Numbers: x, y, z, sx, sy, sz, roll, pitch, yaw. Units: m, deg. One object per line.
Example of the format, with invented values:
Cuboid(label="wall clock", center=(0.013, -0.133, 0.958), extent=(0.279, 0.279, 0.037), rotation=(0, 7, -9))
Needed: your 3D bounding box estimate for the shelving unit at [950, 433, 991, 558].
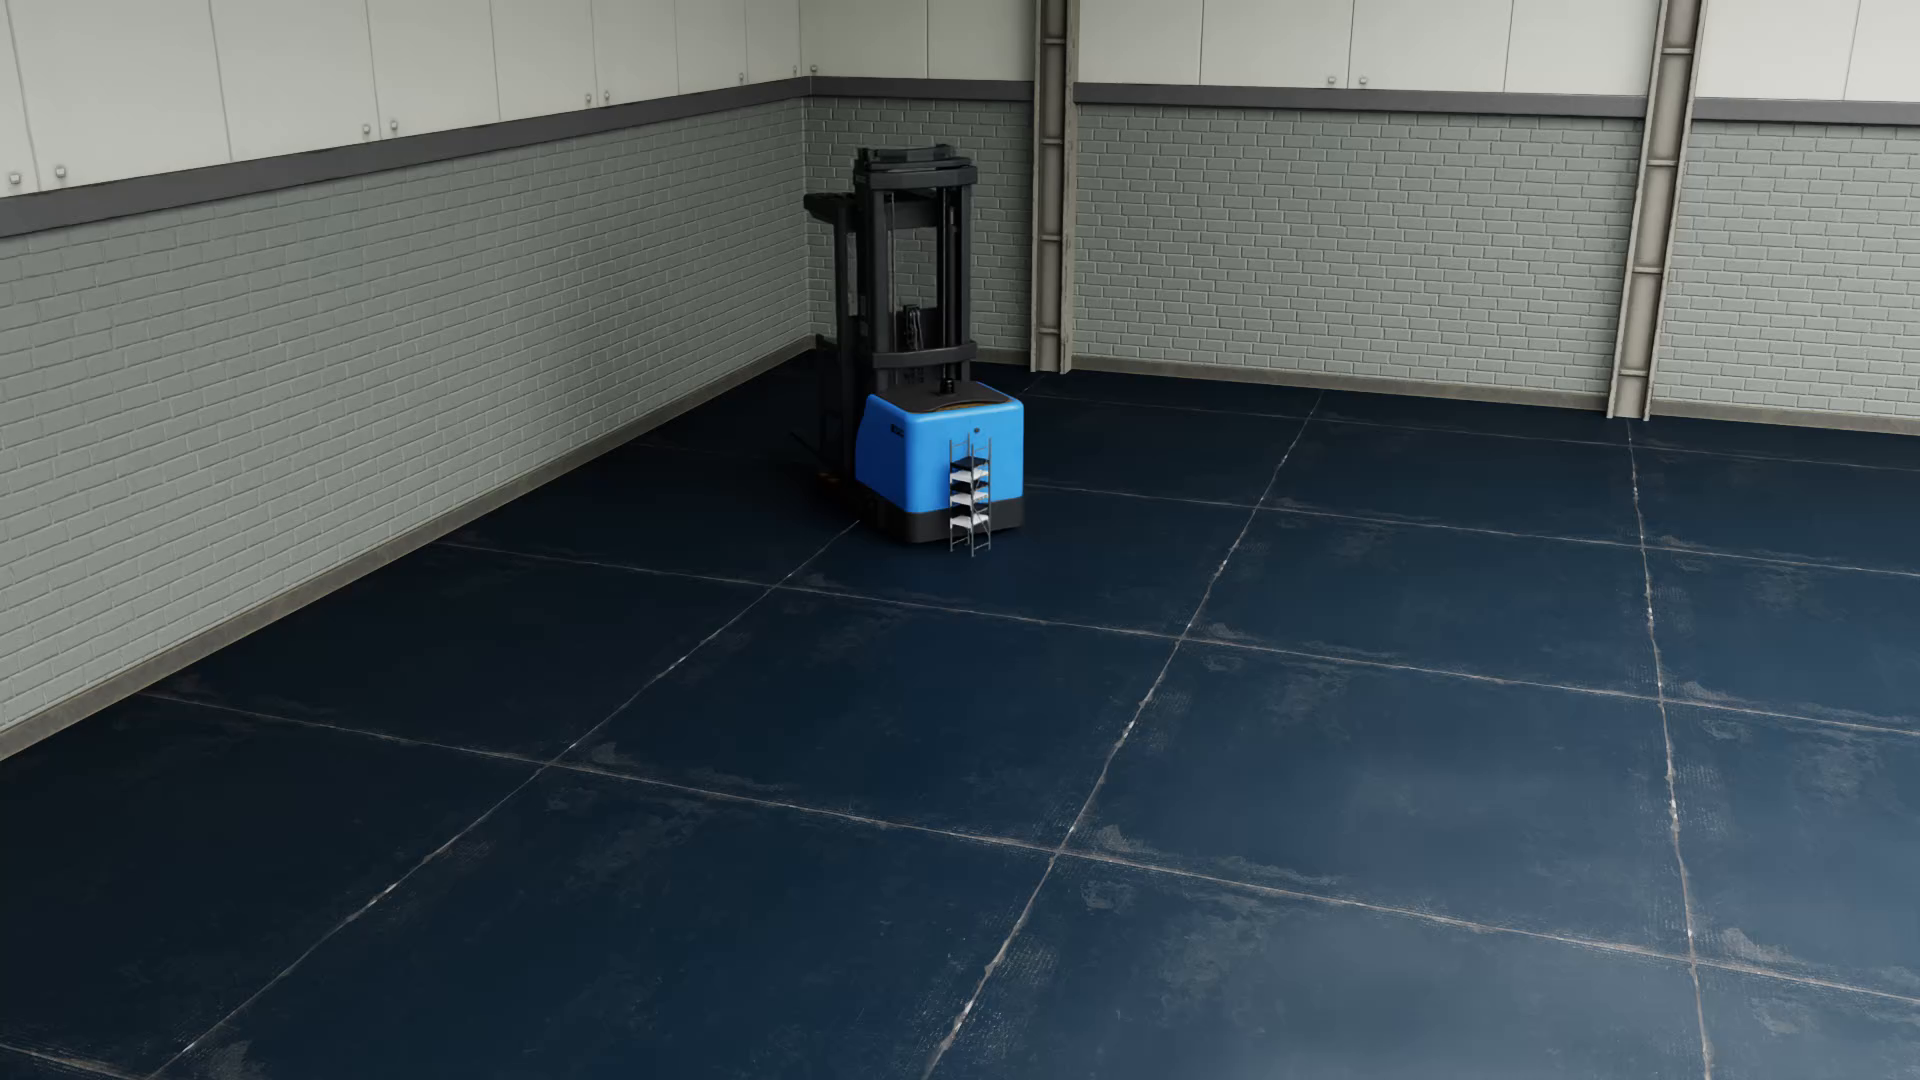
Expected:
Cuboid(label="shelving unit", center=(0.080, -0.340, 12.683), extent=(0.210, 0.900, 0.258), rotation=(14, 24, 35))

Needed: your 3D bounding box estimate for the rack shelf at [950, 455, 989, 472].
Cuboid(label="rack shelf", center=(0.080, -0.563, 12.605), extent=(0.200, 0.077, 0.258), rotation=(14, 24, 35))

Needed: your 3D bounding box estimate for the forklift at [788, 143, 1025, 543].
Cuboid(label="forklift", center=(-0.603, -1.802, 13.793), extent=(1.130, 2.935, 3.031), rotation=(-9, 21, -25))

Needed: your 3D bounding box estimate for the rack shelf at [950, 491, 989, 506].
Cuboid(label="rack shelf", center=(0.080, -0.308, 12.694), extent=(0.200, 0.077, 0.258), rotation=(14, 24, 35))

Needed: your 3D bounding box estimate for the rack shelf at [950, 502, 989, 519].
Cuboid(label="rack shelf", center=(0.080, -0.223, 12.724), extent=(0.200, 0.077, 0.258), rotation=(14, 24, 35))

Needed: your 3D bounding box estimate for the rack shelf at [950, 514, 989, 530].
Cuboid(label="rack shelf", center=(0.080, -0.138, 12.754), extent=(0.200, 0.077, 0.258), rotation=(14, 24, 35))

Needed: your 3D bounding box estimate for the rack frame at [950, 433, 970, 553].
Cuboid(label="rack frame", center=(0.000, -0.360, 12.742), extent=(0.006, 0.900, 0.240), rotation=(14, 24, 35))

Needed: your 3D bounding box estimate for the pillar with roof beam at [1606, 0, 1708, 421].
Cuboid(label="pillar with roof beam", center=(5.267, -4.157, 11.331), extent=(0.400, 9.000, 9.100), rotation=(7, 20, 18))

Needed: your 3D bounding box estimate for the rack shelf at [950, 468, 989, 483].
Cuboid(label="rack shelf", center=(0.080, -0.478, 12.635), extent=(0.200, 0.077, 0.258), rotation=(14, 24, 35))

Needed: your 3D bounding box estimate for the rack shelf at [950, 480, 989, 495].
Cuboid(label="rack shelf", center=(0.080, -0.393, 12.665), extent=(0.200, 0.077, 0.258), rotation=(14, 24, 35))

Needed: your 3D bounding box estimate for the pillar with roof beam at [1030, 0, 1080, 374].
Cuboid(label="pillar with roof beam", center=(-0.400, -4.805, 13.190), extent=(0.400, 9.000, 9.100), rotation=(7, 20, 18))

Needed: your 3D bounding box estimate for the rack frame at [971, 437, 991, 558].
Cuboid(label="rack frame", center=(0.161, -0.319, 12.625), extent=(0.006, 0.900, 0.240), rotation=(14, 24, 35))
